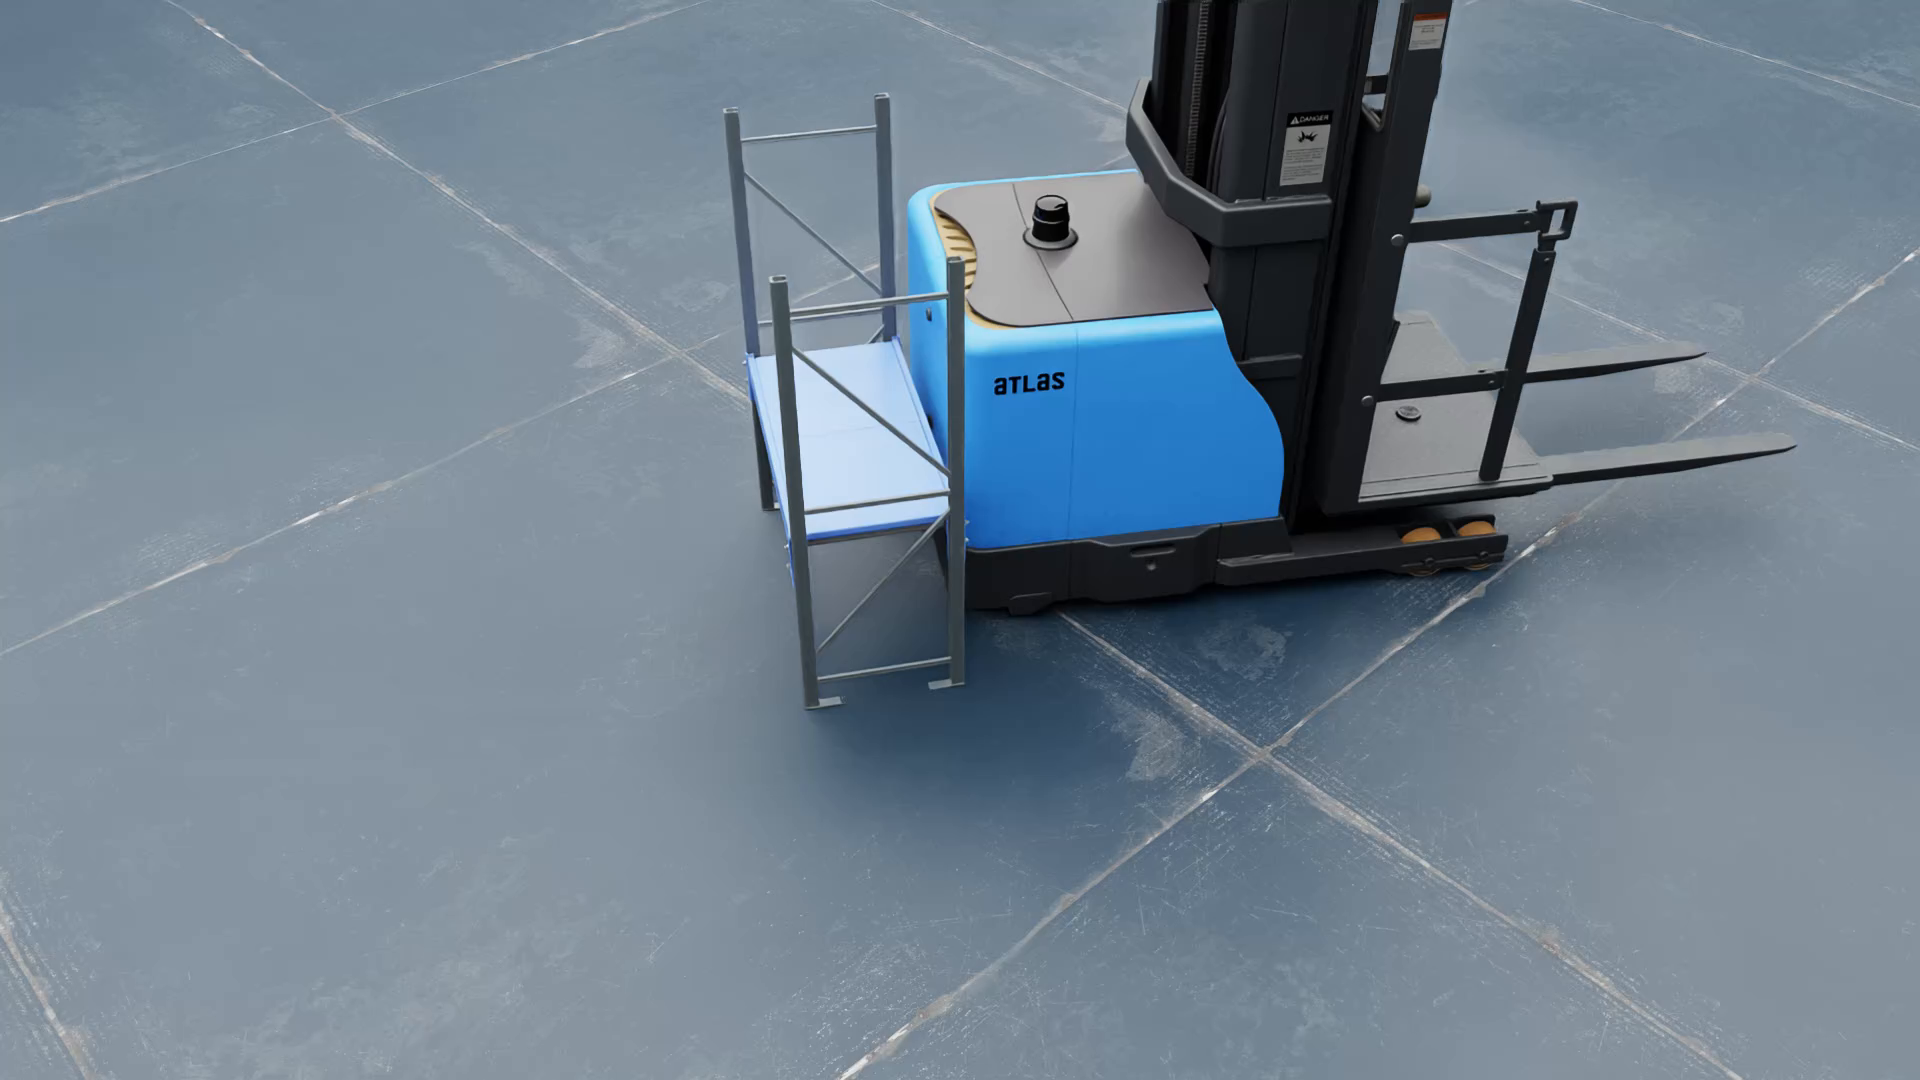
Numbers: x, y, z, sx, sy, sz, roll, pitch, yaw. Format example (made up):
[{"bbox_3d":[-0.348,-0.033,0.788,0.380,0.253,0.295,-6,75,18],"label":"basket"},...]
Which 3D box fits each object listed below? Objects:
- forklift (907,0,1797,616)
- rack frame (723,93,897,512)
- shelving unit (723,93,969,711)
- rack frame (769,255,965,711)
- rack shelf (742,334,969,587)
[{"bbox_3d":[1.379,-1.339,5.075,3.031,2.935,1.130,-6,39,-8],"label":"forklift"},{"bbox_3d":[-0.458,-0.727,5.456,0.500,1.500,0.032,-8,40,-10],"label":"rack frame"},{"bbox_3d":[-0.345,-0.415,5.070,0.538,1.500,1.048,-8,40,-10],"label":"shelving unit"},{"bbox_3d":[-0.233,-0.104,4.684,0.500,1.500,0.032,-8,40,-10],"label":"rack frame"},{"bbox_3d":[-0.345,-0.276,5.183,0.538,0.185,1.000,-8,40,-10],"label":"rack shelf"}]
